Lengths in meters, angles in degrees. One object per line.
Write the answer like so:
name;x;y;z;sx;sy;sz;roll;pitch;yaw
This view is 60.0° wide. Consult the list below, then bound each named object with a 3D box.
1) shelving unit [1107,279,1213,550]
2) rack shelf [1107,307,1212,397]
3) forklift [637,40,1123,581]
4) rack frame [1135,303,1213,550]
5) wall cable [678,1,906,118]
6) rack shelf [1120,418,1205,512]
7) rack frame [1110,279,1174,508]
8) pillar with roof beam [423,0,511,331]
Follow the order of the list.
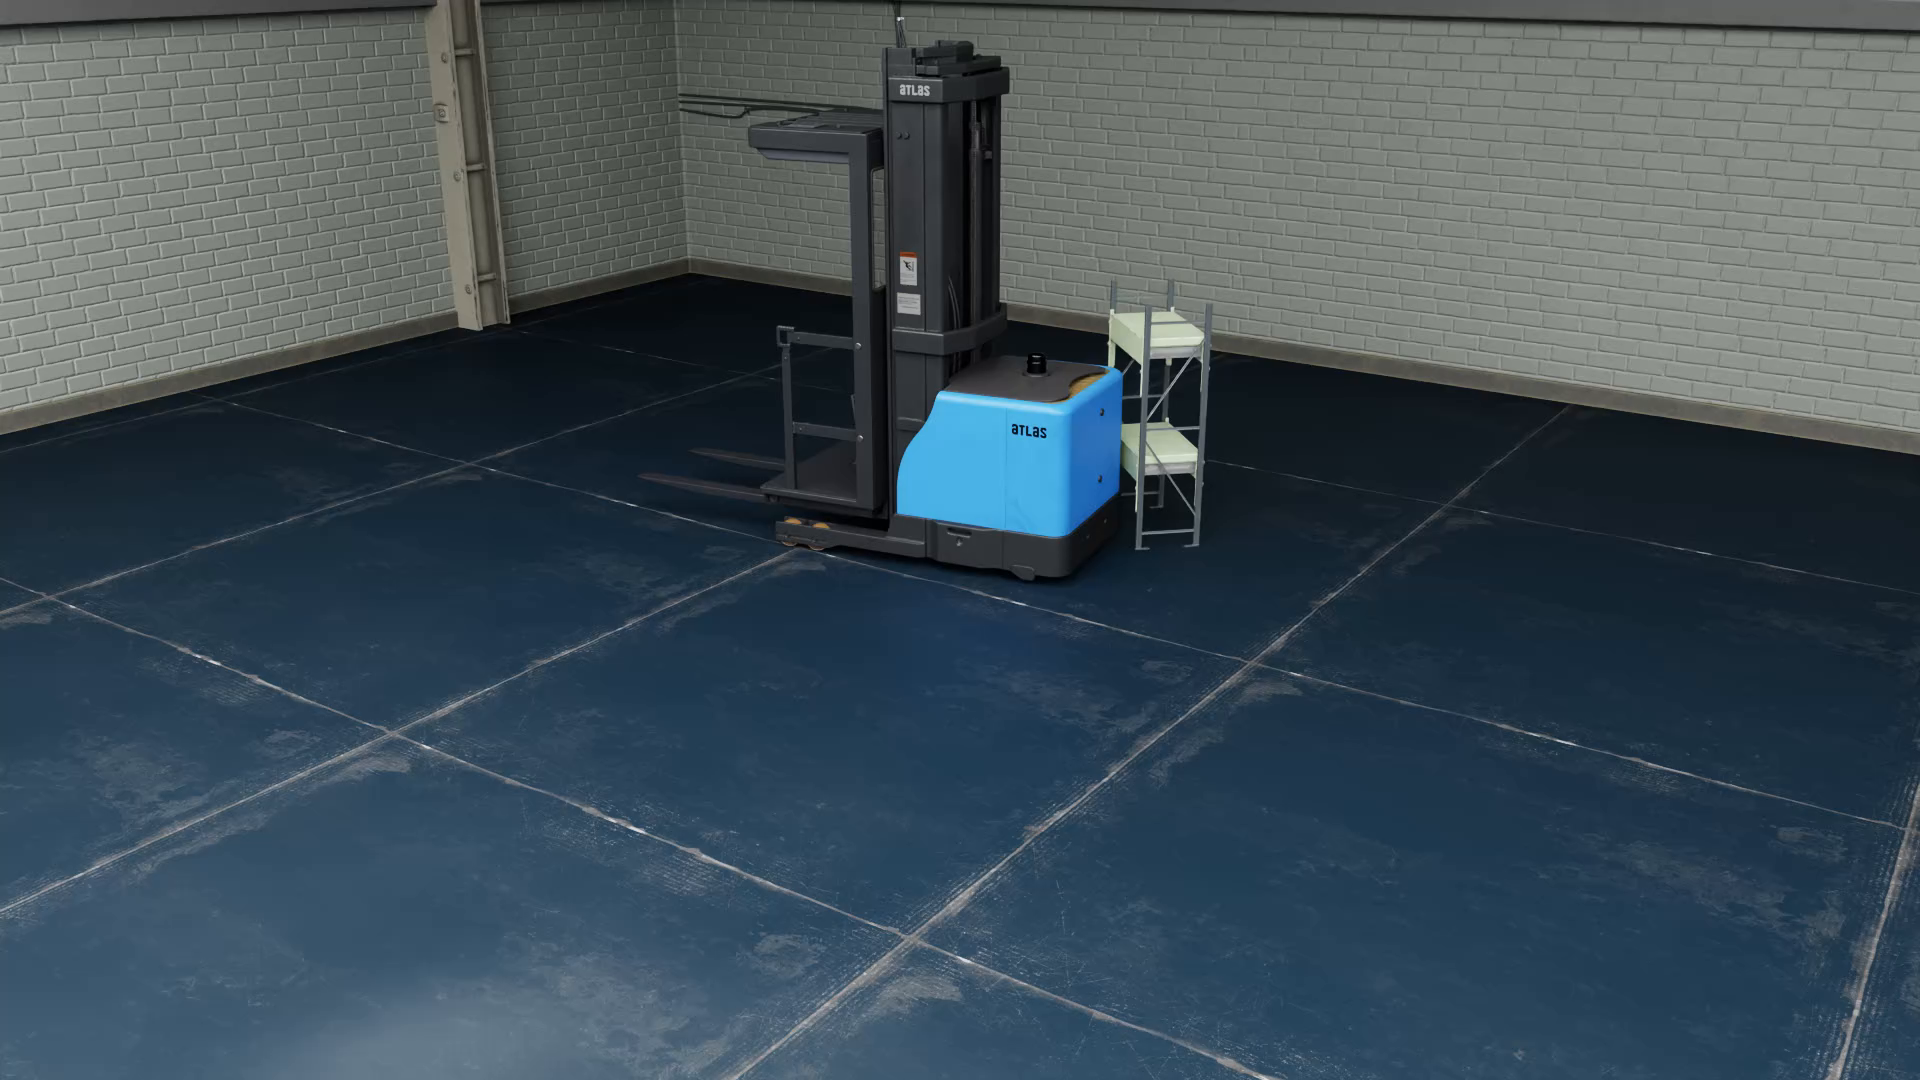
shelving unit;1.196;-0.781;10.211;0.431;1.500;0.755;-4;21;-10
rack shelf;1.198;-1.147;10.076;0.431;0.370;0.720;-4;21;-10
forklift;-0.570;-1.465;10.000;3.031;2.935;1.130;9;22;23
rack frame;1.264;-0.656;9.874;0.400;1.500;0.023;-4;21;-10
wall cable;-1.772;-5.398;16.362;3.097;2.526;0.112;13;24;32
rack shelf;1.195;-0.475;10.324;0.431;0.370;0.720;-4;21;-10
rack frame;1.128;-0.906;10.549;0.400;1.500;0.023;-4;21;-10
pillar with roof beam;-0.962;-5.427;11.966;9.100;9.000;0.400;13;24;32
